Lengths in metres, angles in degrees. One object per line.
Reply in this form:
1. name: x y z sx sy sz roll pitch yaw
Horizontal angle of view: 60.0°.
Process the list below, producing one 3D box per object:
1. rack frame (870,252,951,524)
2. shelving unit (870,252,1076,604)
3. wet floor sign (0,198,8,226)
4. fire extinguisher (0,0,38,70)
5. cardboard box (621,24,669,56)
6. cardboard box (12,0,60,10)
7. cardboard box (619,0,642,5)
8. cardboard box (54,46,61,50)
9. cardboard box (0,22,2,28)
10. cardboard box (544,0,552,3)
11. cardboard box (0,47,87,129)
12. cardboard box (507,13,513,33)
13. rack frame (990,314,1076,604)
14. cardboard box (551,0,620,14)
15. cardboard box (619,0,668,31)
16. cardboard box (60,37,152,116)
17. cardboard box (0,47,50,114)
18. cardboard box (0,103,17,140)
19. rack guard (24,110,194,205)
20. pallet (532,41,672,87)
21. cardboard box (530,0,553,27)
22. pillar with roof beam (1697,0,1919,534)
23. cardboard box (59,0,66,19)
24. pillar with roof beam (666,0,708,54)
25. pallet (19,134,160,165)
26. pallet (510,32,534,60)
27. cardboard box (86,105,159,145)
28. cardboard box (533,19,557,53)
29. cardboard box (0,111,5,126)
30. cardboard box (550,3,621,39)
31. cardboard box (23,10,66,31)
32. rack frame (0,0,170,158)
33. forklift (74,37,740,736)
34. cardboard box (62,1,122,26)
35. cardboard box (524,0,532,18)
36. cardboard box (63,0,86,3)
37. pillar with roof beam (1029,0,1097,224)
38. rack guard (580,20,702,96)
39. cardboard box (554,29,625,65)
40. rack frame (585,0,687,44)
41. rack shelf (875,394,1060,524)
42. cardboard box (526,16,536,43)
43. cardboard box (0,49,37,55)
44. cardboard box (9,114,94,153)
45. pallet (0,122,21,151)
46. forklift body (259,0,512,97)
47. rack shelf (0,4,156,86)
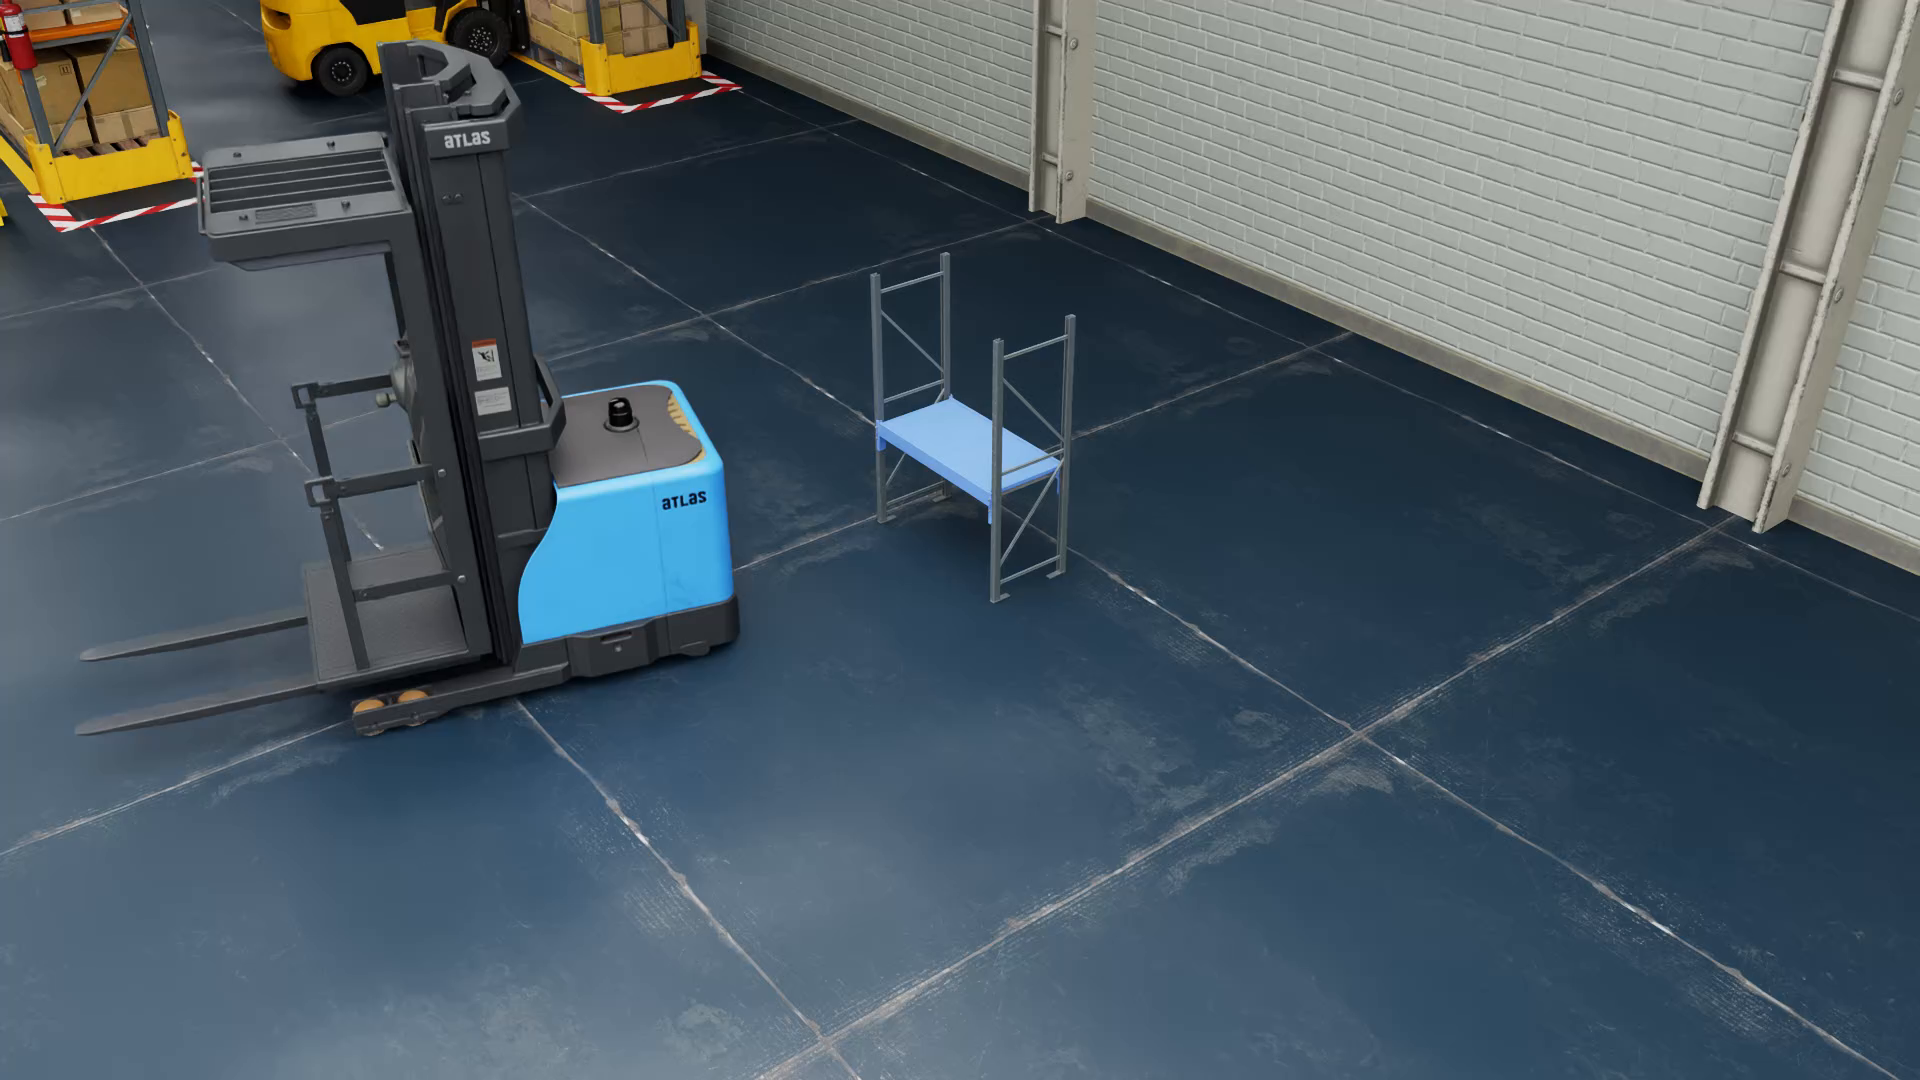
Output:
1. rack frame: -0.259 -0.813 9.138 0.500 1.500 0.032 -22 38 -31
2. shelving unit: 0.052 -0.602 8.797 0.538 1.500 1.048 -22 38 -31
3. wet floor sign: -7.812 -2.827 13.190 0.267 0.644 0.232 -10 33 -15
4. fire extinguisher: -7.377 -4.023 12.957 0.296 0.674 0.183 -22 38 -31
5. cardboard box: -3.311 -5.138 16.888 0.500 0.250 0.500 -22 38 -31
6. cardboard box: -7.633 -4.558 13.369 0.500 0.500 0.500 -23 39 -32
7. cardboard box: -3.310 -5.556 16.614 0.500 0.250 0.500 -23 39 -32
8. cardboard box: -7.698 -4.233 14.720 0.500 0.500 0.500 -24 39 -33
9. cardboard box: -7.724 -4.302 13.571 0.380 0.149 0.250 -23 38 -32
10. cardboard box: -4.011 -5.597 16.679 0.500 0.250 0.500 -22 38 -31
11. cardboard box: -7.780 -3.831 14.072 0.500 0.500 0.500 -22 38 -31
12. cardboard box: -4.635 -5.595 17.623 0.500 0.250 0.500 -21 38 -30
13. rack frame: 0.364 -0.390 8.456 0.500 1.500 0.032 -22 38 -31
14. cardboard box: -3.693 -5.386 16.339 0.500 0.250 0.500 -21 37 -30
15. cardboard box: -3.289 -5.346 16.748 0.500 0.250 0.500 -21 38 -31
16. cardboard box: -7.374 -4.017 14.371 0.500 0.500 0.500 -24 39 -33
17. cardboard box: -8.103 -4.047 14.420 0.500 0.500 0.500 -21 37 -30
18. cardboard box: -8.103 -3.731 14.622 0.500 0.250 0.500 -22 38 -31
19. rack guard: -7.130 -3.222 13.964 1.175 0.500 0.348 -22 38 -31
20. pallet: -3.666 -4.980 17.069 1.003 0.211 1.213 -22 38 -31
21. cardboard box: -4.009 -5.397 16.830 0.500 0.250 0.500 -23 38 -32
22. pillar with roof beam: 1.079 -2.596 4.901 9.100 9.000 0.400 -22 38 -31
23. cardboard box: -7.294 -4.455 13.817 0.380 0.149 0.250 -22 38 -31
24. pillar with roof beam: -6.280 -7.597 12.953 9.100 9.000 0.400 -22 38 -31
25. pallet: -7.600 -3.449 14.604 1.003 0.211 1.213 -22 38 -31
26. pallet: -4.410 -5.488 17.887 1.003 0.211 1.213 -22 38 -31
27. cardboard box: -7.359 -3.688 14.553 0.500 0.250 0.500 -23 38 -32
28. cardboard box: -3.999 -5.174 16.946 0.500 0.250 0.500 -22 38 -31
29. cardboard box: -8.428 -3.947 14.970 0.500 0.250 0.500 -24 39 -33
30. cardboard box: -3.710 -5.184 16.488 0.500 0.250 0.500 -23 38 -32
31. cardboard box: -7.481 -4.232 13.459 0.380 0.149 0.250 -21 37 -30
32. rack frame: -7.083 -4.252 13.253 1.000 3.000 0.127 -22 38 -31
33. forklift: -2.676 -0.648 7.515 3.031 2.935 1.130 -12 34 -19
34. cardboard box: -7.128 -4.354 13.656 0.380 0.149 0.250 -22 38 -31
35. cardboard box: -4.342 -5.605 17.166 0.500 0.250 0.500 -23 39 -32
36. cardboard box: -7.154 -4.708 13.611 0.500 0.500 0.500 -23 39 -32
37. pillar with roof beam: -2.601 -5.097 8.927 9.100 9.000 0.400 -22 38 -31
38. rack guard: -3.150 -4.788 16.485 1.175 0.500 0.348 -22 38 -31
39. cardboard box: -3.702 -4.964 16.607 0.500 0.250 0.500 -22 38 -31
40. rack frame: -3.164 -5.860 15.842 1.000 3.000 0.127 -22 38 -31
41. rack shelf: 0.052 -0.449 8.892 0.538 0.185 1.000 -22 38 -31
42. cardboard box: -4.299 -5.385 17.286 0.500 0.250 0.500 -22 38 -31
43. cardboard box: -8.058 -4.237 14.112 0.380 0.149 0.250 -21 38 -30
44. cardboard box: -7.806 -3.522 14.286 0.500 0.250 0.500 -22 38 -32
45. pallet: -8.344 -3.957 15.422 1.003 0.211 1.213 -22 38 -31
46. forklift body: -5.768 -5.699 16.388 2.313 2.155 1.214 -22 38 -31
47. rack shelf: -8.309 -4.780 14.785 1.077 0.370 4.000 -22 38 -31
